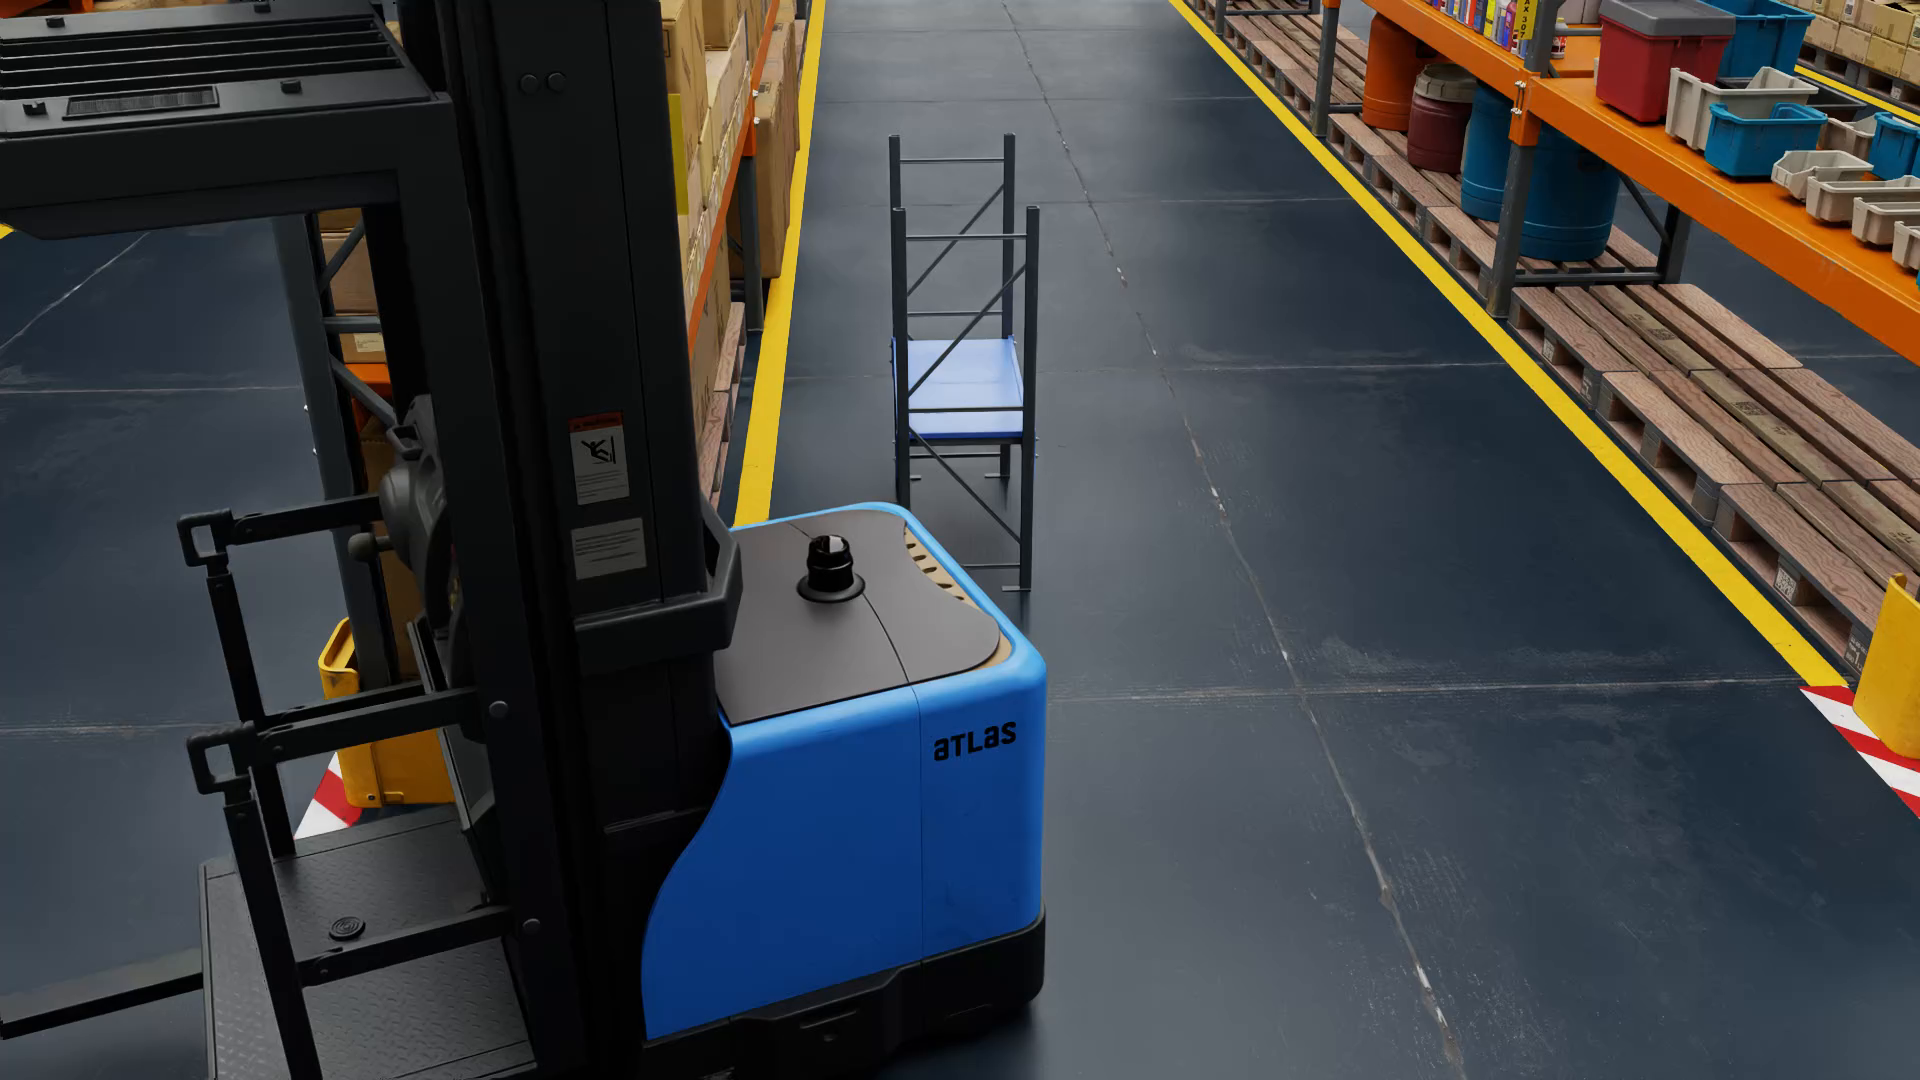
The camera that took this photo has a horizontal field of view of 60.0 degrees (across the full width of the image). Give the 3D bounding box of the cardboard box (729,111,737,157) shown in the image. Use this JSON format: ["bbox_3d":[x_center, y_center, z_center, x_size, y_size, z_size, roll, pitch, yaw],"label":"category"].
[{"bbox_3d":[-1.154,-1.730,7.094,0.380,0.149,0.250,-1,28,-2],"label":"cardboard box"}]

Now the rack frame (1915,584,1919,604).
[{"bbox_3d":[3.603,-0.721,4.890,1.000,3.000,0.127,-1,28,-3],"label":"rack frame"}]

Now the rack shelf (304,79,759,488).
[{"bbox_3d":[-1.447,-1.207,6.598,1.077,0.370,4.000,-1,28,-3],"label":"rack shelf"}]

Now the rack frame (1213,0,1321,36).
[{"bbox_3d":[2.977,-6.263,15.515,1.000,3.000,0.127,-1,28,-3],"label":"rack frame"}]

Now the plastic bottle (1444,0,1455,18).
[{"bbox_3d":[2.987,-3.259,9.889,0.152,0.276,0.135,-1,28,-3],"label":"plastic bottle"}]

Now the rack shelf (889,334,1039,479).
[{"bbox_3d":[-0.004,-0.545,6.562,0.538,0.185,1.000,-1,28,-3],"label":"rack shelf"}]

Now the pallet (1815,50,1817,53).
[{"bbox_3d":[8.001,-4.805,15.735,1.003,0.211,1.213,-1,28,-3],"label":"pallet"}]

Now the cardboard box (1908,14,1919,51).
[{"bbox_3d":[7.859,-3.986,13.061,0.500,0.311,0.500,-1,28,-1],"label":"cardboard box"}]

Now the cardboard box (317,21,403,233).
[{"bbox_3d":[-1.631,-1.218,4.872,0.500,0.500,0.500,-1,28,-2],"label":"cardboard box"}]

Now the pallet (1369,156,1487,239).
[{"bbox_3d":[3.329,-2.254,10.844,1.003,0.211,1.213,-1,28,-3],"label":"pallet"}]

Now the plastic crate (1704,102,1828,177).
[{"bbox_3d":[3.240,-1.616,6.721,0.416,0.233,0.300,-1,28,-3],"label":"plastic crate"}]

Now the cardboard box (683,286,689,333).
[{"bbox_3d":[-1.032,-0.662,5.048,0.380,0.149,0.250,-1,28,-2],"label":"cardboard box"}]

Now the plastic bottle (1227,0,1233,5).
[{"bbox_3d":[2.647,-5.378,16.367,0.097,0.201,0.097,0,28,0],"label":"plastic bottle"}]

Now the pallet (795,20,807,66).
[{"bbox_3d":[-1.927,-4.548,15.241,1.003,0.211,1.213,-1,28,-3],"label":"pallet"}]

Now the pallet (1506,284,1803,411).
[{"bbox_3d":[3.472,-0.994,8.427,1.003,0.211,1.213,-1,28,-3],"label":"pallet"}]

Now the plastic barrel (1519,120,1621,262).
[{"bbox_3d":[3.383,-2.076,9.302,0.600,0.901,0.708,-1,28,-3],"label":"plastic barrel"}]

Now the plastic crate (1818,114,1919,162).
[{"bbox_3d":[3.786,-1.682,6.951,0.293,0.136,0.466,-1,28,-3],"label":"plastic crate"}]

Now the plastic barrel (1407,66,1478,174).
[{"bbox_3d":[3.287,-2.786,11.001,0.600,0.588,0.708,-1,28,-3],"label":"plastic barrel"}]

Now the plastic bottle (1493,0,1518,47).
[{"bbox_3d":[3.032,-2.857,9.118,0.152,0.276,0.135,-1,28,-3],"label":"plastic bottle"}]

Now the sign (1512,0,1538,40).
[{"bbox_3d":[2.845,-2.679,8.344,0.100,0.325,0.005,-1,28,-3],"label":"sign"}]

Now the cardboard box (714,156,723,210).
[{"bbox_3d":[-1.113,-1.373,6.410,0.380,0.149,0.250,-2,28,-4],"label":"cardboard box"}]

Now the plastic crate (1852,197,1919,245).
[{"bbox_3d":[3.379,-1.138,5.908,0.396,0.136,0.243,-1,28,-3],"label":"plastic crate"}]

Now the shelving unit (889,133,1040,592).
[{"bbox_3d":[-0.004,-0.704,6.479,0.538,1.500,1.048,-1,28,-3],"label":"shelving unit"}]

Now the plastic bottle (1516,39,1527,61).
[{"bbox_3d":[3.051,-2.688,8.794,0.152,0.276,0.135,-1,28,-3],"label":"plastic bottle"}]

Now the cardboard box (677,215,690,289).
[{"bbox_3d":[-1.098,-0.895,5.064,0.500,0.250,0.500,-2,28,-4],"label":"cardboard box"}]

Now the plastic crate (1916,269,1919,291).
[{"bbox_3d":[3.399,-0.914,5.155,0.616,0.435,0.499,-1,28,-3],"label":"plastic crate"}]

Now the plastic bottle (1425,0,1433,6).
[{"bbox_3d":[2.962,-3.472,10.217,0.144,0.351,0.185,-1,28,-3],"label":"plastic bottle"}]

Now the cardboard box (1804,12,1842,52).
[{"bbox_3d":[7.778,-4.446,14.549,0.500,0.250,0.500,-1,28,-2],"label":"cardboard box"}]

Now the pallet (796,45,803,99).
[{"bbox_3d":[-1.861,-3.983,14.158,1.003,0.211,1.213,-1,28,-3],"label":"pallet"}]

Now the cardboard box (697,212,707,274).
[{"bbox_3d":[-1.075,-1.020,5.733,0.380,0.149,0.250,-2,28,-3],"label":"cardboard box"}]

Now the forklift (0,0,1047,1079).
[{"bbox_3d":[-1.344,0.004,3.572,3.031,2.935,1.130,-11,30,-21],"label":"forklift"}]

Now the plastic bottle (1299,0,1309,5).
[{"bbox_3d":[3.398,-5.406,16.347,0.097,0.271,0.097,0,28,0],"label":"plastic bottle"}]

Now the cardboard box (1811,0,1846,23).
[{"bbox_3d":[7.778,-4.690,14.411,0.500,0.311,0.500,-1,28,-1],"label":"cardboard box"}]

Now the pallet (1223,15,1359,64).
[{"bbox_3d":[3.057,-4.665,15.466,1.003,0.211,1.213,-1,28,-3],"label":"pallet"}]

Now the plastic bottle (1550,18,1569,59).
[{"bbox_3d":[3.175,-2.666,8.834,0.097,0.201,0.097,0,28,0],"label":"plastic bottle"}]

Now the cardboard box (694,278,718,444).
[{"bbox_3d":[-1.550,-0.971,7.211,0.875,0.875,0.875,-1,28,-3],"label":"cardboard box"}]

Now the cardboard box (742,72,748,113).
[{"bbox_3d":[-1.195,-2.086,7.777,0.380,0.149,0.250,-1,28,-2],"label":"cardboard box"}]

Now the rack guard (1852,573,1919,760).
[{"bbox_3d":[3.618,0.398,5.447,1.175,0.500,0.348,-1,28,-3],"label":"rack guard"}]

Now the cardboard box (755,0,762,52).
[{"bbox_3d":[-1.353,-2.944,9.043,0.500,0.500,0.500,-1,28,-3],"label":"cardboard box"}]

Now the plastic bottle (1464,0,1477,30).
[{"bbox_3d":[3.006,-3.090,9.564,0.152,0.276,0.135,-1,28,-3],"label":"plastic bottle"}]

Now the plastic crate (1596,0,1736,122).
[{"bbox_3d":[3.191,-2.205,7.601,0.402,0.464,0.583,-1,28,-3],"label":"plastic crate"}]

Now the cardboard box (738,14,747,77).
[{"bbox_3d":[-1.267,-2.317,7.789,0.500,0.250,0.500,-2,28,-4],"label":"cardboard box"}]

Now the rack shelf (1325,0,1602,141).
[{"bbox_3d":[3.290,-3.173,10.369,1.077,0.370,4.000,-1,28,-3],"label":"rack shelf"}]

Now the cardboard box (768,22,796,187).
[{"bbox_3d":[-1.706,-2.809,10.737,1.225,0.875,0.875,-1,28,-2],"label":"cardboard box"}]

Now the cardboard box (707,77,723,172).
[{"bbox_3d":[-1.187,-1.608,6.431,0.500,0.250,0.500,-2,28,-4],"label":"cardboard box"}]

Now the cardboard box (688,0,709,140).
[{"bbox_3d":[-1.157,-1.698,5.792,0.500,0.500,0.500,-2,28,-4],"label":"cardboard box"}]

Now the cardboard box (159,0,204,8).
[{"bbox_3d":[-6.710,-4.099,13.344,1.050,0.750,0.750,-1,28,-2],"label":"cardboard box"}]

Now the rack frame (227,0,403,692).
[{"bbox_3d":[-1.343,-0.602,4.660,1.000,3.000,0.127,-1,28,-3],"label":"rack frame"}]

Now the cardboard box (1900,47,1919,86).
[{"bbox_3d":[7.861,-3.738,13.193,0.500,0.250,0.500,-1,28,-1],"label":"cardboard box"}]

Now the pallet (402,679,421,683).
[{"bbox_3d":[-1.463,0.267,6.010,1.003,0.211,1.213,-1,28,-3],"label":"pallet"}]
